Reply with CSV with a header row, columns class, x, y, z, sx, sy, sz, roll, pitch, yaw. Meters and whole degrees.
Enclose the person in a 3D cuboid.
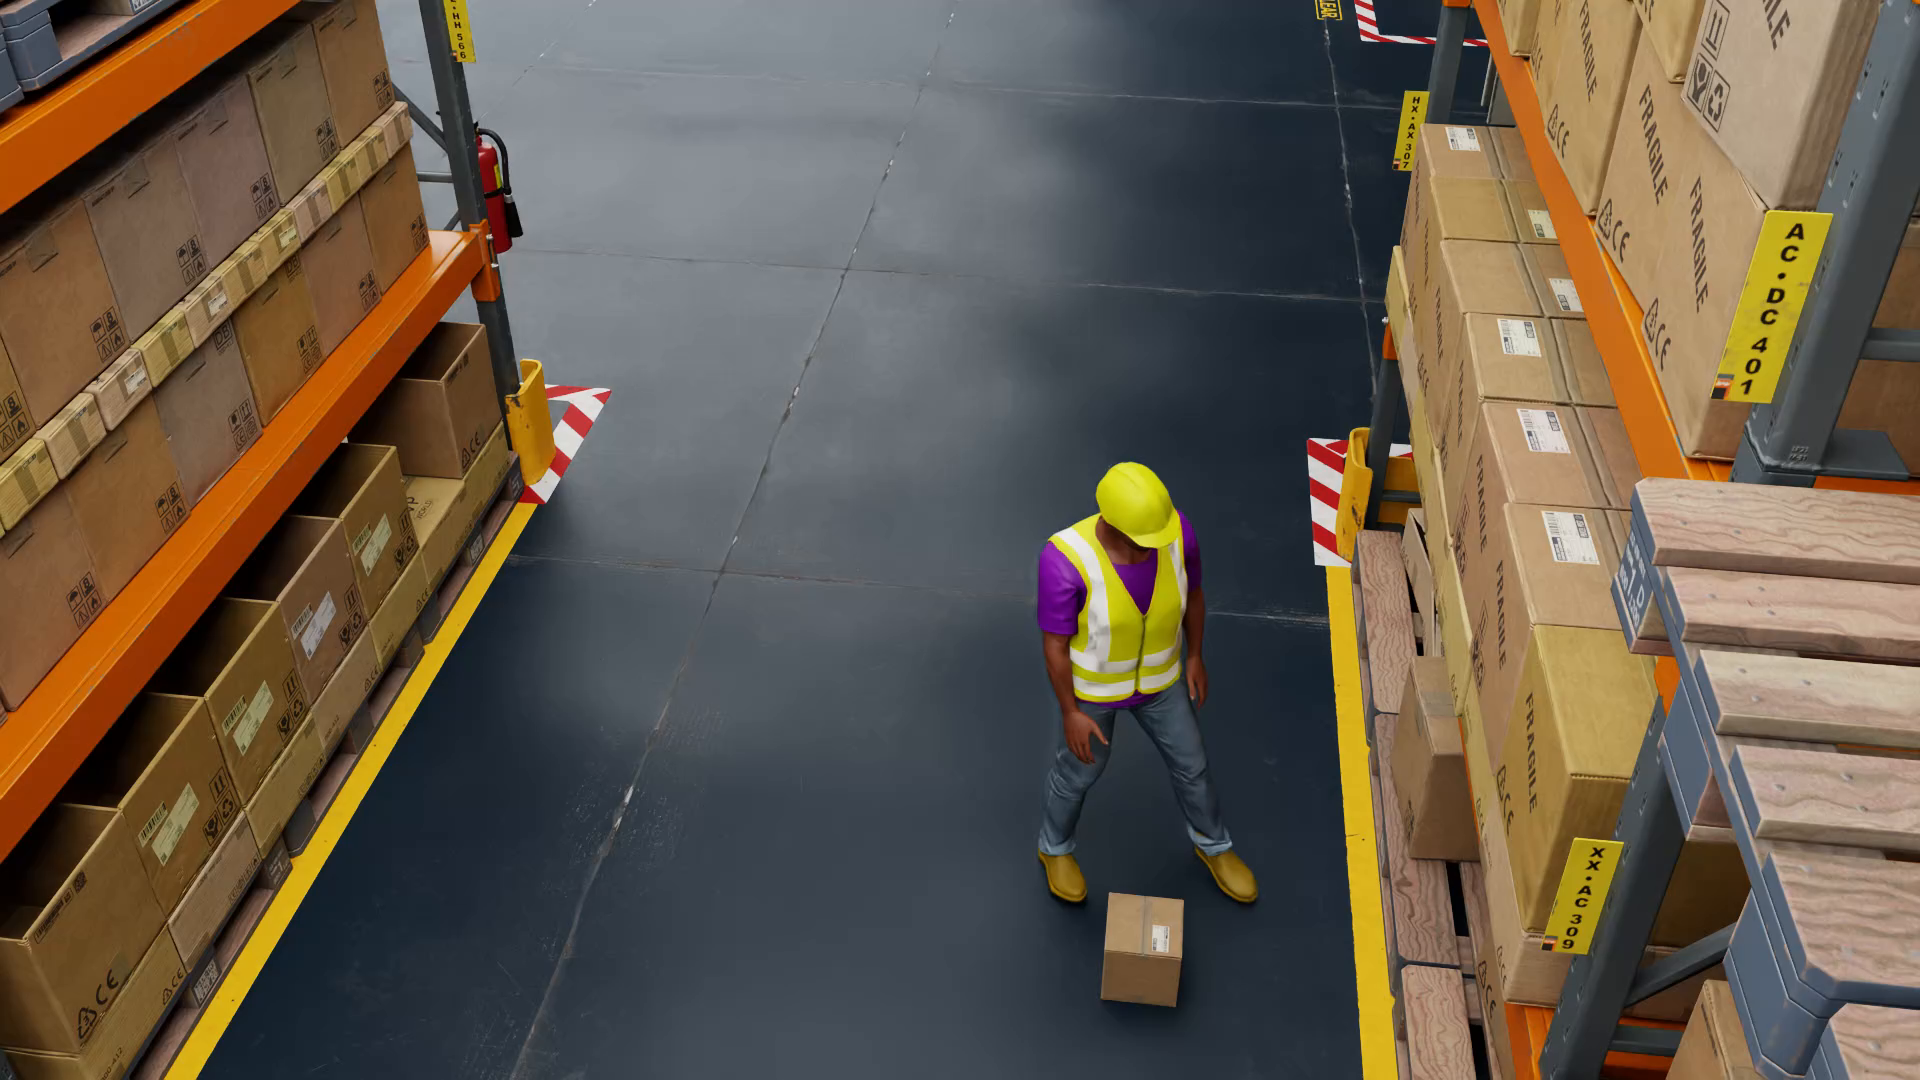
class,x,y,z,sx,sy,sz,roll,pitch,yaw
person,0.633,0.488,5.431,0.751,1.754,0.527,-12,37,-15
